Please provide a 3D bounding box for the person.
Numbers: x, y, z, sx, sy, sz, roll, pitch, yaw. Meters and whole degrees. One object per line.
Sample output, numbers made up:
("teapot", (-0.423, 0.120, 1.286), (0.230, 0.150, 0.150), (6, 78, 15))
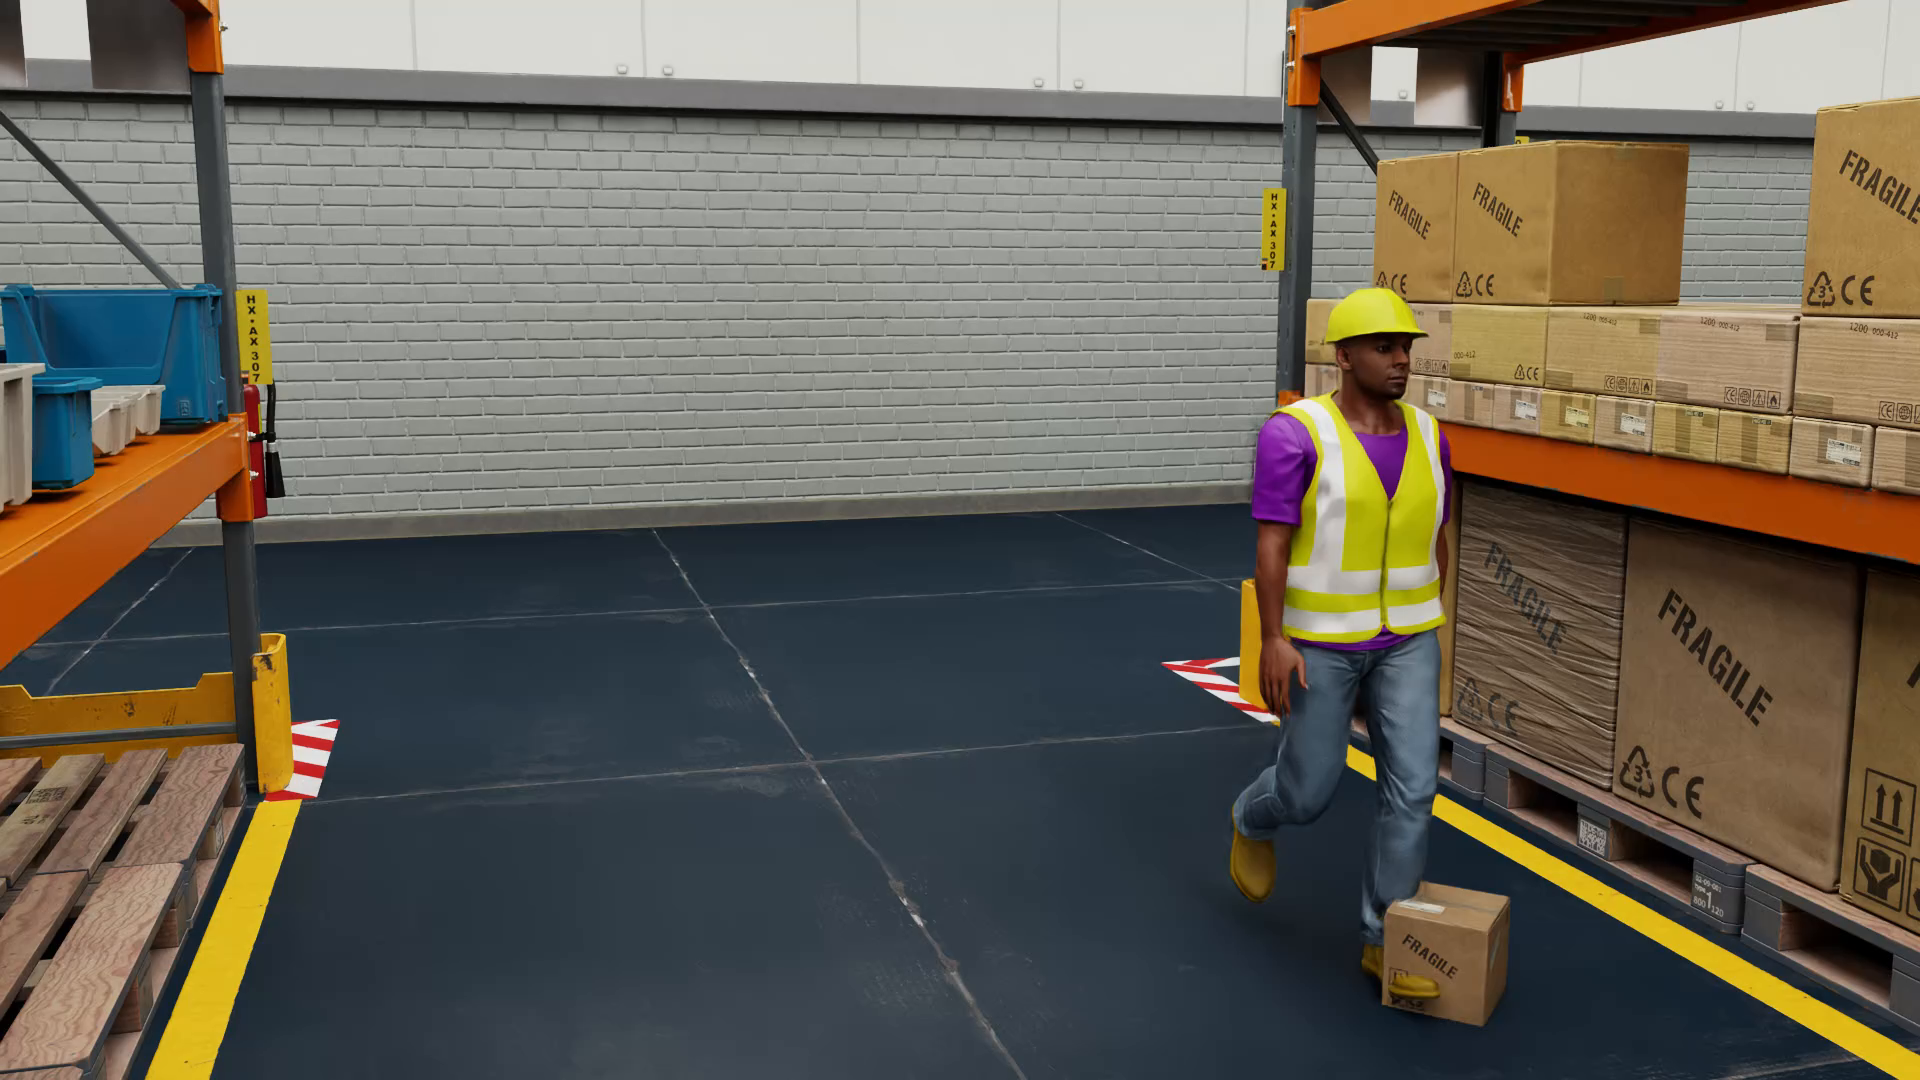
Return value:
("person", (0.999, 0.232, 4.280), (0.568, 1.743, 0.813), (-2, 9, -11))
